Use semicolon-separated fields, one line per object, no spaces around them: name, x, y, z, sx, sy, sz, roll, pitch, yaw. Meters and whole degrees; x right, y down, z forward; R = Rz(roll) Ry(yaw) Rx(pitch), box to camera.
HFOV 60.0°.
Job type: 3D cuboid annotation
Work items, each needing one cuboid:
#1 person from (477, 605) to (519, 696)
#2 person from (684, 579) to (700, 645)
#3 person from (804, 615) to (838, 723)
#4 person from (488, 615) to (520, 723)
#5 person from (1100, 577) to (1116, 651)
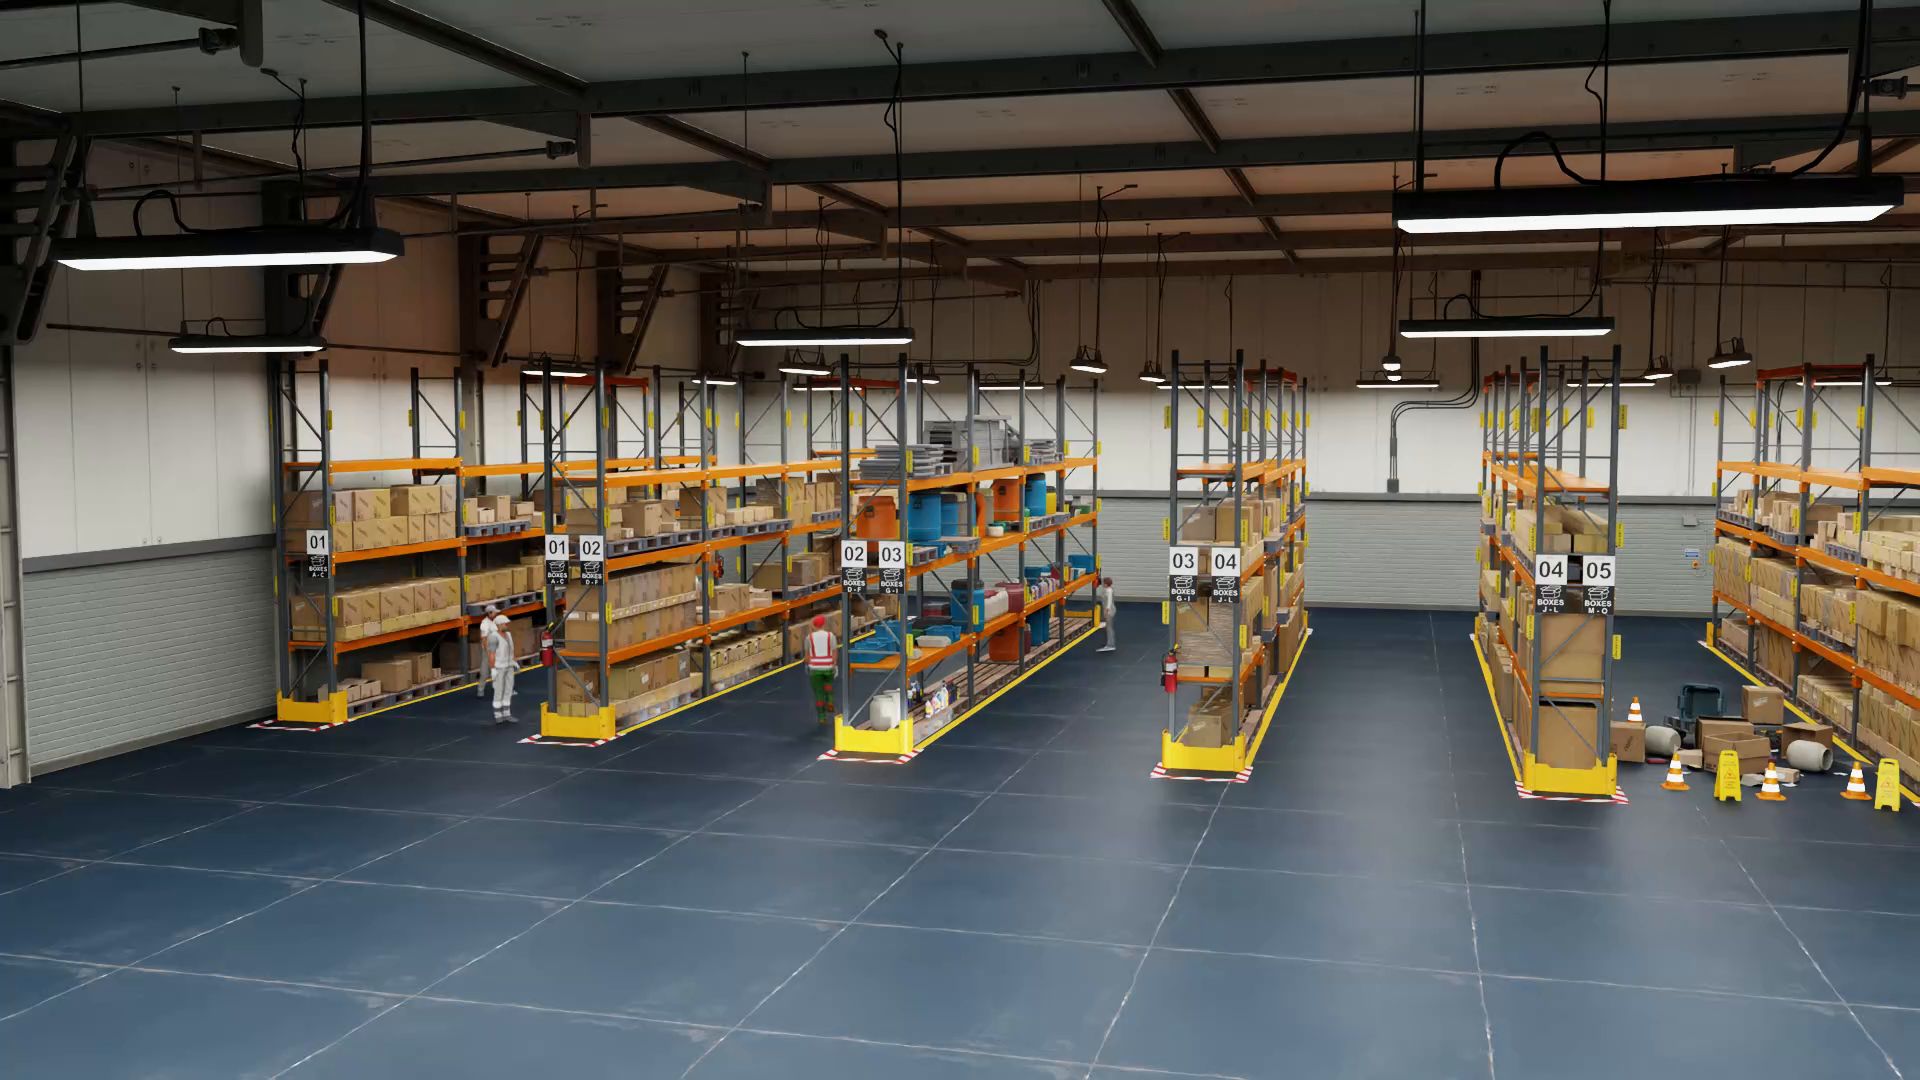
person;-8.449;2.018;30.232;0.532;1.691;0.680;3;5;40
person;-6.099;1.450;37.274;0.537;1.732;0.993;1;4;11
person;-2.319;2.100;27.361;0.539;1.761;0.572;-2;4;-21
person;-7.559;2.125;27.493;0.367;1.793;0.573;2;5;30
person;3.209;1.598;36.101;0.338;1.605;0.431;0;4;-2
